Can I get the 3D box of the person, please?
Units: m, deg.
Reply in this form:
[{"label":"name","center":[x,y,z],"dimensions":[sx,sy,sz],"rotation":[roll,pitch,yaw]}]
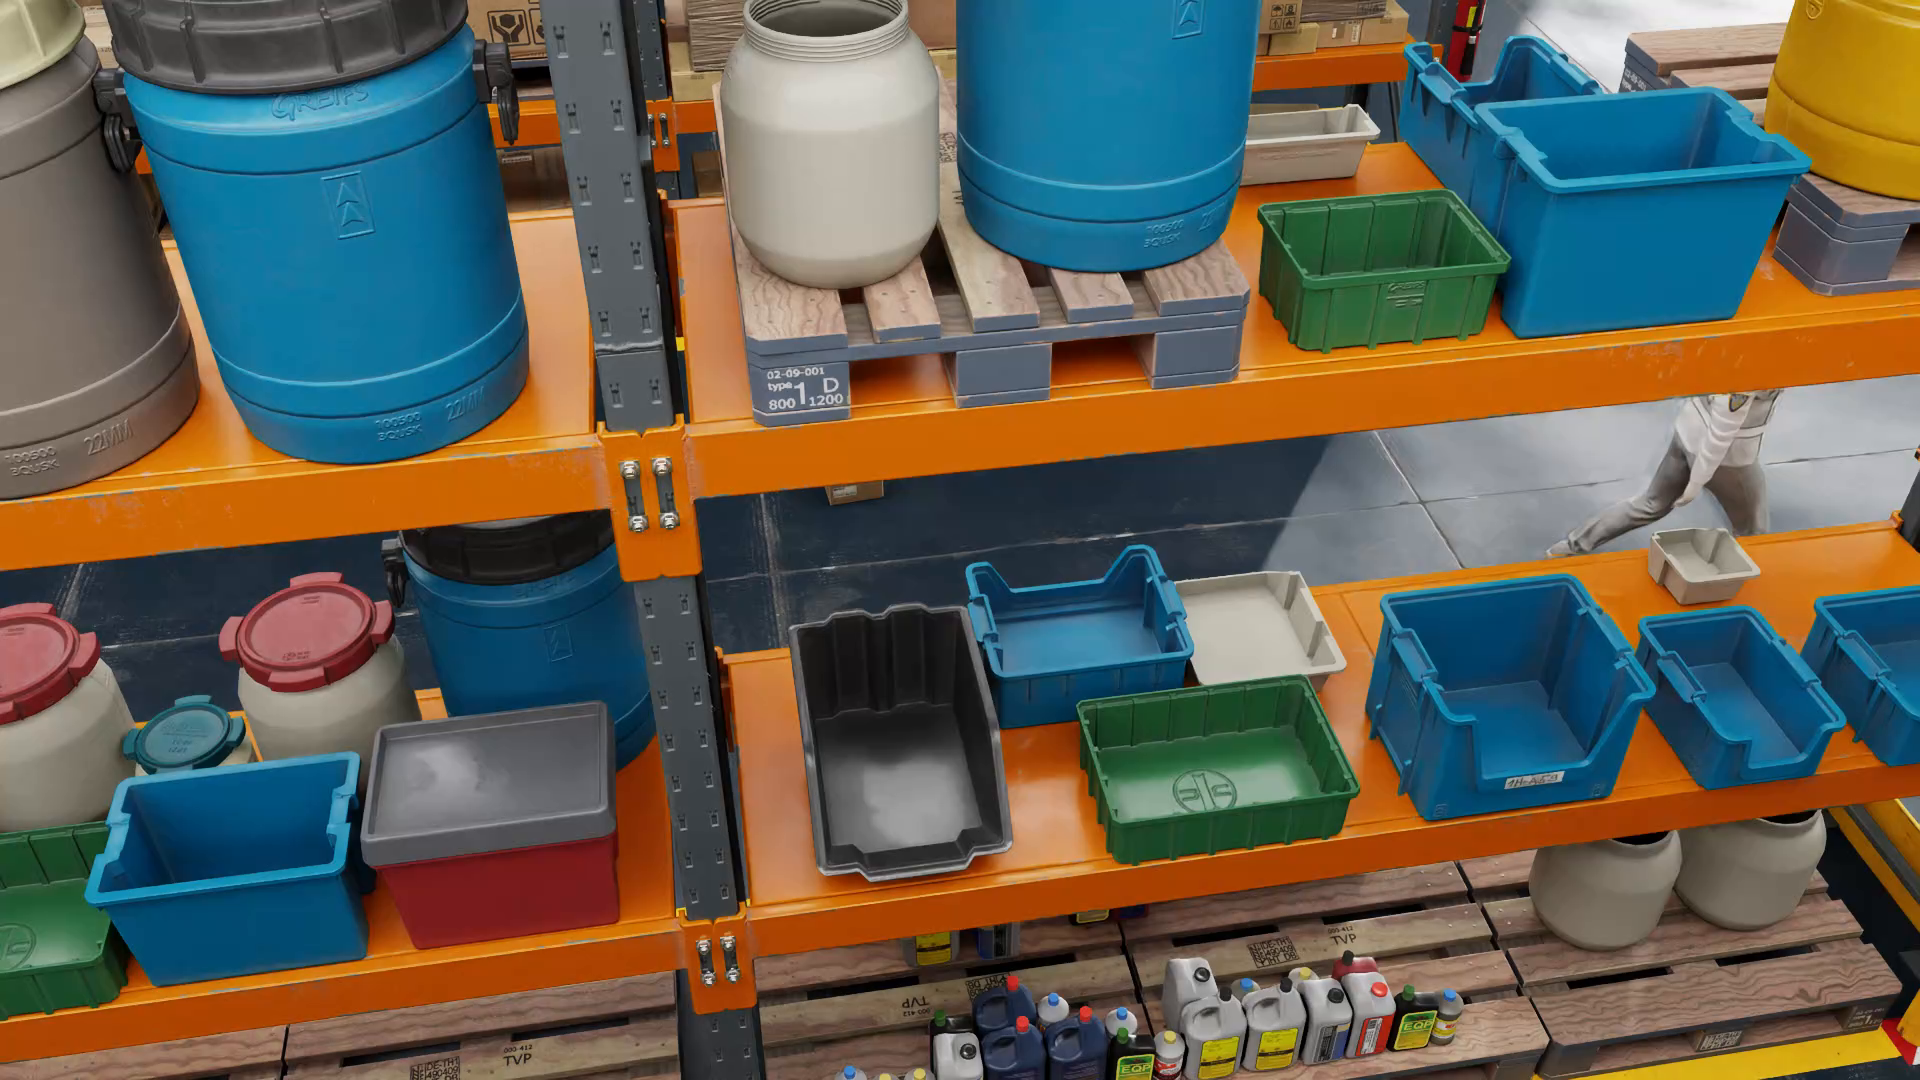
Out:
[{"label":"person","center":[2.992,-0.395,6.620],"dimensions":[0.992,1.637,0.490],"rotation":[0,39,1]}]
